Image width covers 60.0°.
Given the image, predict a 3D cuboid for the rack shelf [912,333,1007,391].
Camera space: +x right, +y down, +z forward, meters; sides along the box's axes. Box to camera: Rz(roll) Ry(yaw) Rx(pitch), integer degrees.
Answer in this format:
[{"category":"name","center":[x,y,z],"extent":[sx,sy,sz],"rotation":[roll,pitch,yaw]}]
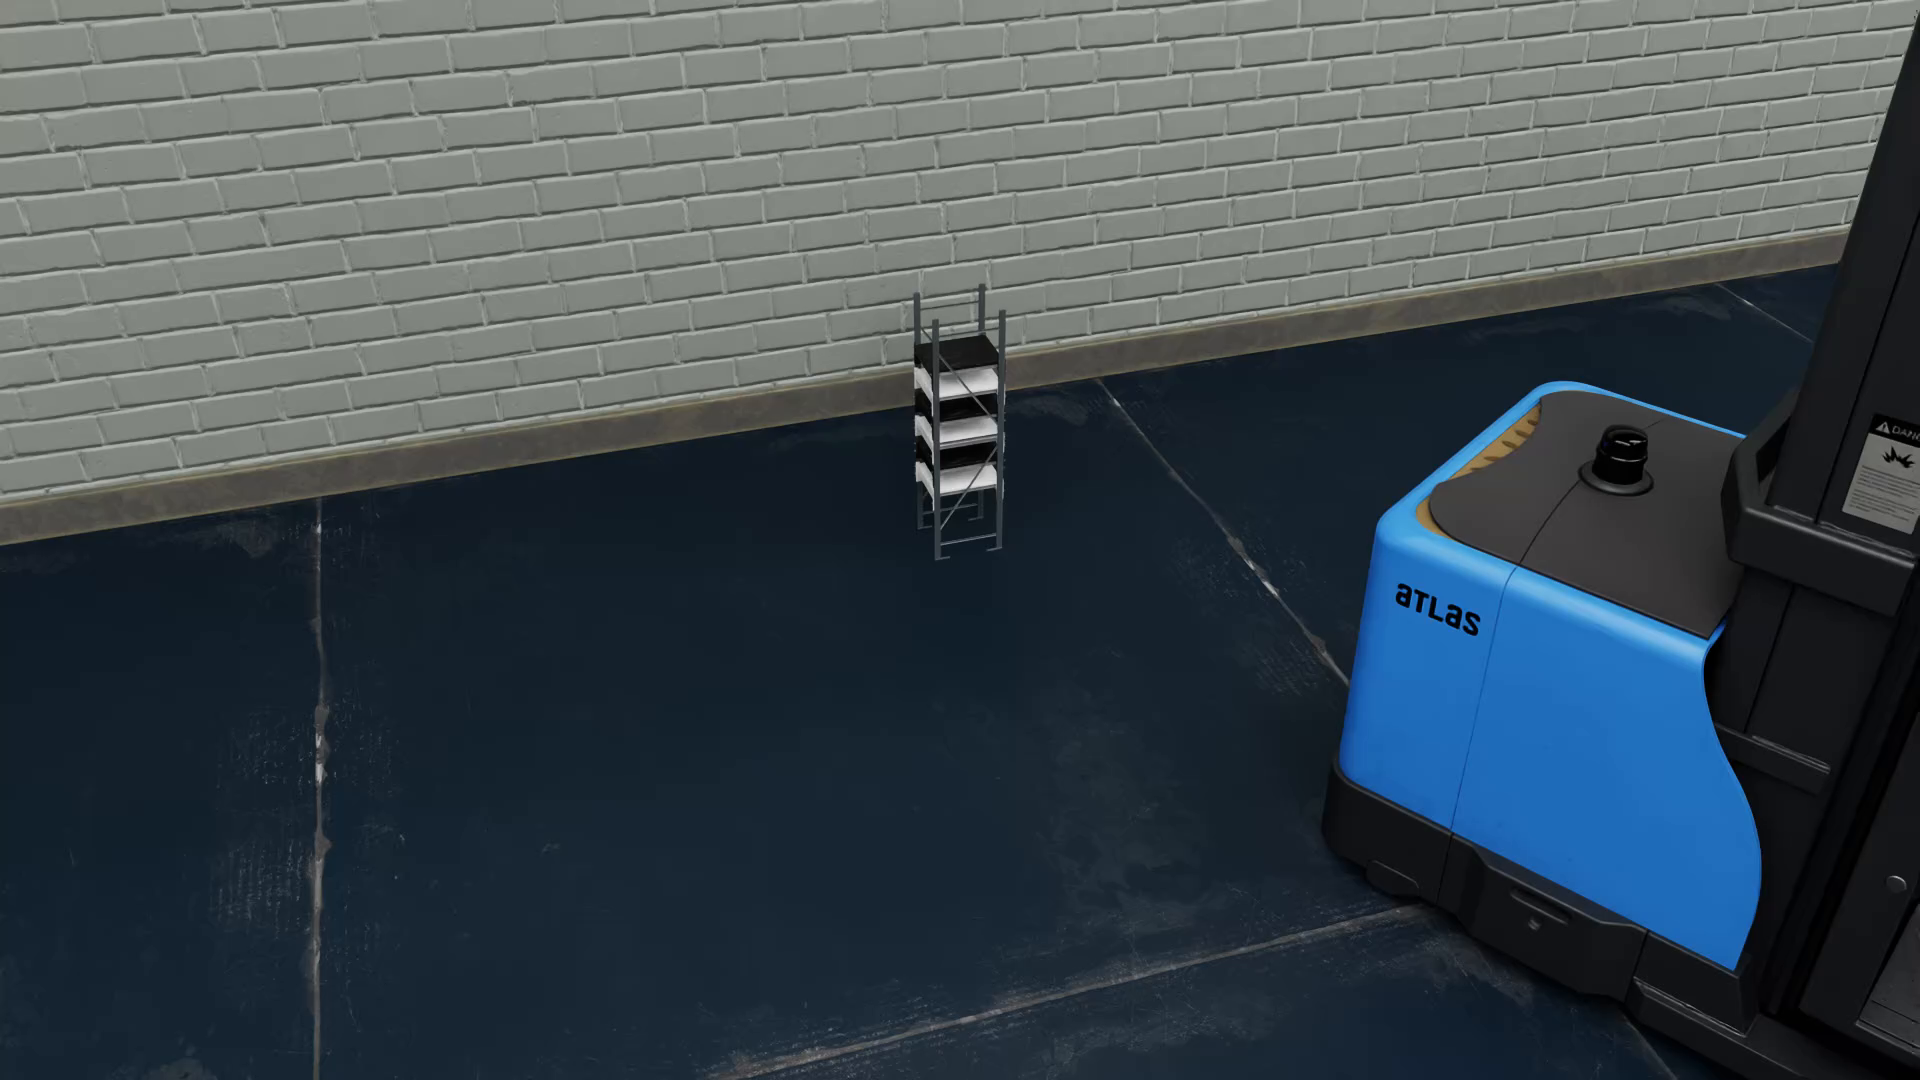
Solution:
[{"category":"rack shelf","center":[-0.002,-0.577,5.378],"extent":[0.258,0.077,0.200],"rotation":[-10,35,-15]}]

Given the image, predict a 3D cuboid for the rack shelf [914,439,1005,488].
[{"category":"rack shelf","center":[-0.002,-0.277,5.576],"extent":[0.258,0.077,0.200],"rotation":[-10,35,-15]}]

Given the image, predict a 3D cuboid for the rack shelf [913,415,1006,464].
[{"category":"rack shelf","center":[-0.002,-0.352,5.527],"extent":[0.258,0.077,0.200],"rotation":[-10,35,-15]}]

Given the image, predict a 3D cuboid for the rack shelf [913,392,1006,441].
[{"category":"rack shelf","center":[-0.002,-0.427,5.477],"extent":[0.258,0.077,0.200],"rotation":[-10,35,-15]}]

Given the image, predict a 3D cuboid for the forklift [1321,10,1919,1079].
[{"category":"forklift","center":[2.409,-0.047,3.162],"extent":[3.031,2.935,1.130],"rotation":[25,41,33]}]

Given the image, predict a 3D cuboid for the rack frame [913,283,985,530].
[{"category":"rack frame","center":[-0.033,-0.433,5.589],"extent":[0.240,0.900,0.006],"rotation":[-10,35,-15]}]

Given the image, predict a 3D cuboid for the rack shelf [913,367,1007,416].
[{"category":"rack shelf","center":[-0.002,-0.502,5.428],"extent":[0.258,0.077,0.200],"rotation":[-10,35,-15]}]

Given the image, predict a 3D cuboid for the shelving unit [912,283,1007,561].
[{"category":"shelving unit","center":[-0.002,-0.380,5.508],"extent":[0.258,0.900,0.210],"rotation":[-10,35,-15]}]

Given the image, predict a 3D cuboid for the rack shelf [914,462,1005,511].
[{"category":"rack shelf","center":[-0.002,-0.202,5.626],"extent":[0.258,0.077,0.200],"rotation":[-10,35,-15]}]

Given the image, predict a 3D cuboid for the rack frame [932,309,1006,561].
[{"category":"rack frame","center":[0.029,-0.326,5.428],"extent":[0.240,0.900,0.006],"rotation":[-10,35,-15]}]
